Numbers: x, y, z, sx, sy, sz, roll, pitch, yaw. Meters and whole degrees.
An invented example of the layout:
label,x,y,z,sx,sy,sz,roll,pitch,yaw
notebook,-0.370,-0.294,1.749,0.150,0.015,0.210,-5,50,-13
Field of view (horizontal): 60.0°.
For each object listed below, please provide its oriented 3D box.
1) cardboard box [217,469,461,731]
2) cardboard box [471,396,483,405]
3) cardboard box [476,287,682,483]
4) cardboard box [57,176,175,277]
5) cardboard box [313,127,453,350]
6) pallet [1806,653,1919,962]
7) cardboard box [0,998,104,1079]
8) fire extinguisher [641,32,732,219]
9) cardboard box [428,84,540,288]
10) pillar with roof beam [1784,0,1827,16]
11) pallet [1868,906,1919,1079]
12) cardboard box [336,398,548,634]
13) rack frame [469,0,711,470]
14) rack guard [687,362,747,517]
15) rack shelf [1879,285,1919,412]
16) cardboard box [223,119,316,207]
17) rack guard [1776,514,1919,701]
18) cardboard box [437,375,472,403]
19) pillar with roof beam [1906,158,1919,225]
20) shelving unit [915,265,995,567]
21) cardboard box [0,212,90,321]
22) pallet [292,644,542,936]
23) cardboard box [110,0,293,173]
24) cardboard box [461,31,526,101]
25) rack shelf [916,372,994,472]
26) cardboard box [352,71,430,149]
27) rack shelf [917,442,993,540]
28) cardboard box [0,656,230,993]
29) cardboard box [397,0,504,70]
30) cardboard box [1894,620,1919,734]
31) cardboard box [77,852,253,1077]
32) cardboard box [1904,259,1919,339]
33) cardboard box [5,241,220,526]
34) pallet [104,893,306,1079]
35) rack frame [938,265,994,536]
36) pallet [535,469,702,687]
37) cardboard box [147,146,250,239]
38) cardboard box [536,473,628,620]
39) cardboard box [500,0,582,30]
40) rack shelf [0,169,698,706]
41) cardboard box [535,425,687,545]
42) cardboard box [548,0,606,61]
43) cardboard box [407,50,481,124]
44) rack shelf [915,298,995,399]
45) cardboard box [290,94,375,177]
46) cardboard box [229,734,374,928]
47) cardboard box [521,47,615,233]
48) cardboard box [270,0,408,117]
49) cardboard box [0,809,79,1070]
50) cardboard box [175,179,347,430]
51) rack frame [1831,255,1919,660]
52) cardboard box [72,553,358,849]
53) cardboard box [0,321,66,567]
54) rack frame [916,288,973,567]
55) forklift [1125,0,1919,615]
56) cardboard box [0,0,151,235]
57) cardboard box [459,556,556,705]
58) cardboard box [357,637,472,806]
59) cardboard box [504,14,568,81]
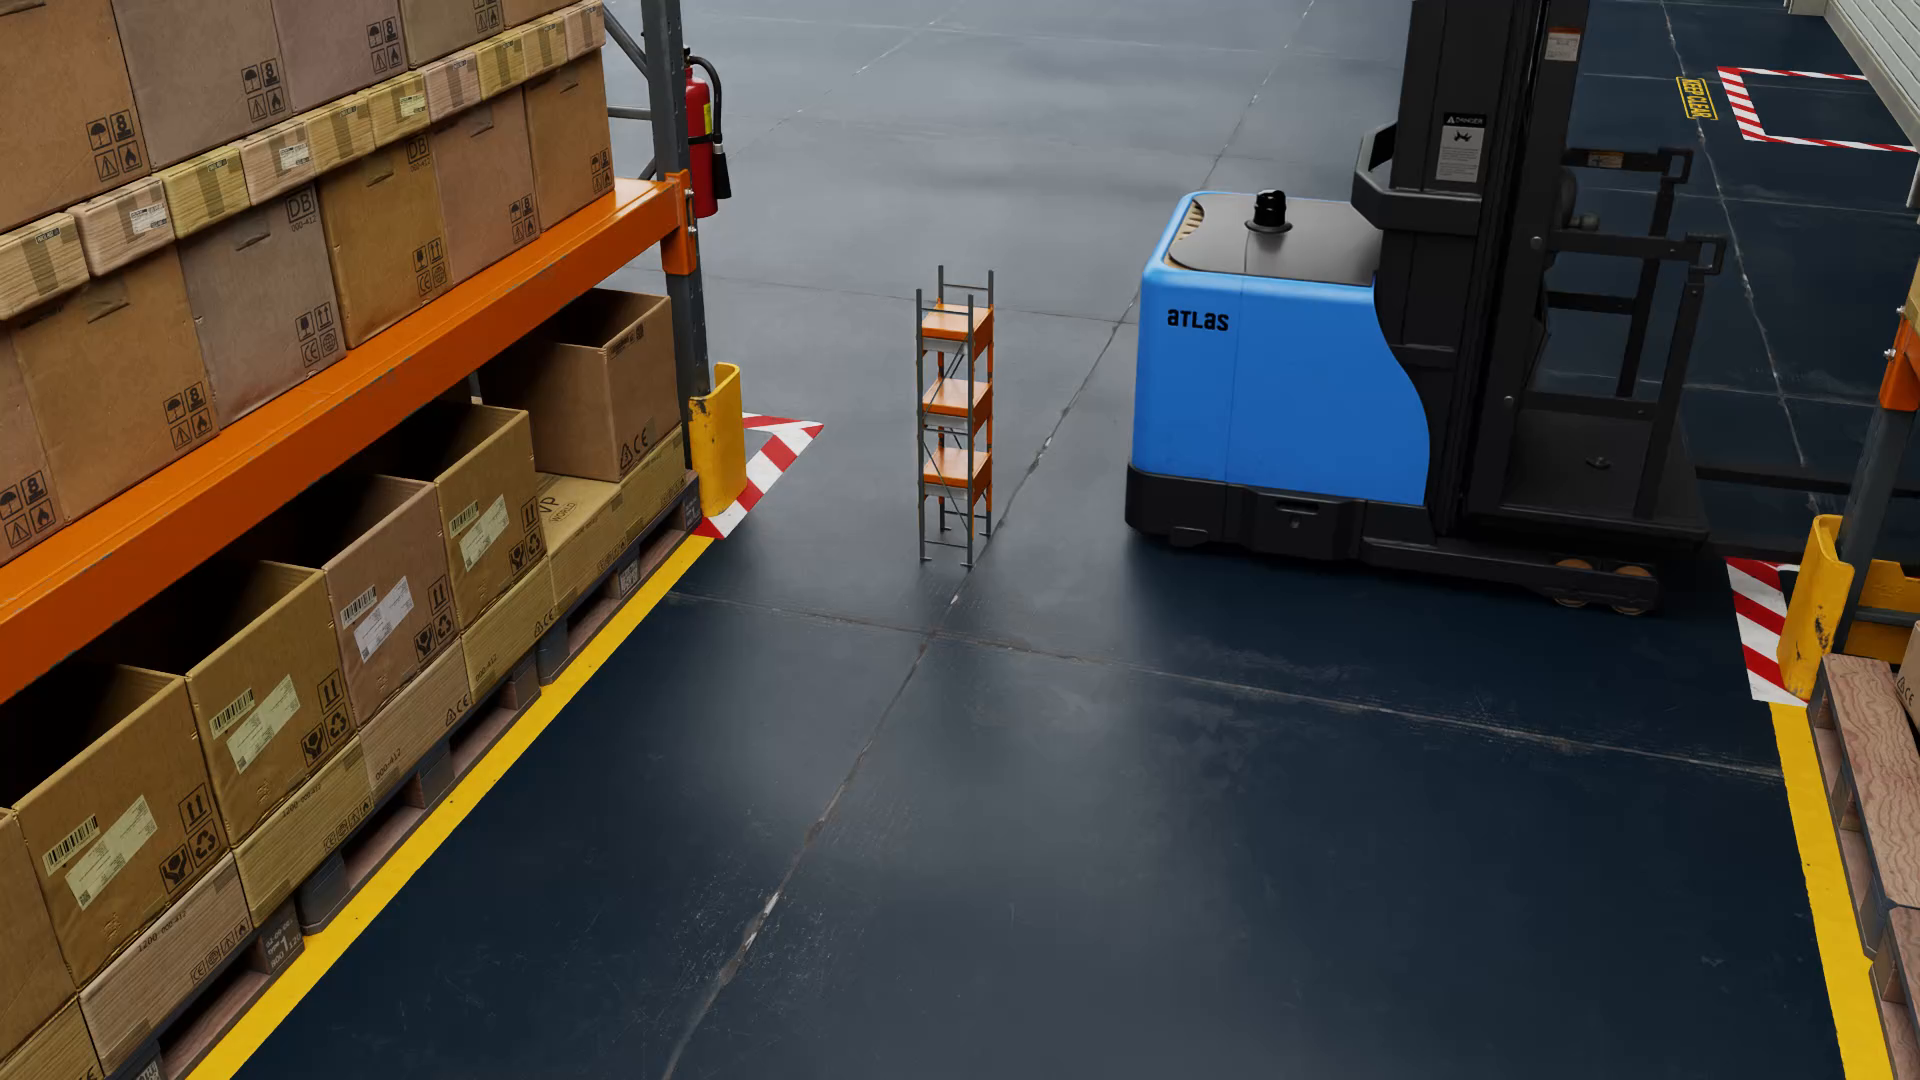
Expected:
label,x,y,z,sx,sy,sz,roll,pitch,yaw
cardboard box,-1.750,0.139,4.539,0.500,0.500,0.500,8,30,15
cardboard box,-1.820,-0.306,6.111,0.500,0.250,0.500,8,30,15
cardboard box,-1.323,-0.560,5.796,0.500,0.500,0.500,8,30,15
cardboard box,-1.985,-0.707,3.665,0.380,0.149,0.250,8,30,13
cardboard box,-1.900,-0.896,4.672,0.700,0.500,0.500,9,30,15
pallet,2.992,0.790,4.613,1.003,0.211,1.213,8,30,15
cardboard box,-2.198,1.163,3.470,0.500,0.250,0.500,8,30,15
fire extinguisher,-0.971,-1.497,5.934,0.296,0.674,0.183,8,30,15
cardboard box,-1.748,-1.126,5.085,0.700,0.500,0.500,9,30,16
pillar with roof beam,3.315,-9.200,13.532,9.100,9.000,0.400,8,30,15
pallet,2.632,1.355,3.597,1.003,0.211,1.213,8,30,15
cardboard box,-1.602,-0.093,4.956,0.500,0.500,0.500,8,30,15
rack frame,-1.450,-1.542,5.936,1.000,3.000,0.127,8,30,15
rack guard,-1.443,-0.461,6.564,1.175,0.500,0.348,8,30,15
rack shelf,2.700,0.407,3.172,1.077,0.370,4.000,8,30,15
cardboard box,-1.833,-0.943,4.089,0.380,0.149,0.250,8,30,14
rack guard,3.265,0.291,5.213,1.175,0.500,0.348,8,30,15
cardboard box,-1.965,-0.401,5.511,0.500,0.500,0.500,8,30,15
pillar with roof beam,1.554,-6.412,8.520,9.100,9.000,0.400,8,30,15
shelving unit,-0.016,-0.434,5.950,0.215,1.050,0.252,8,30,15
cardboard box,-2.061,-0.582,3.441,0.380,0.149,0.250,7,30,13
pallet,-1.994,0.603,4.948,1.003,0.211,1.213,8,30,15
cardboard box,-2.058,-1.200,3.885,0.700,0.500,0.500,9,30,15
cardboard box,-1.530,-1.423,4.953,0.380,0.149,0.250,8,30,14
rack shelf,-0.016,-0.425,5.955,0.215,0.259,0.240,8,30,15
cardboard box,-1.683,-1.185,4.524,0.380,0.149,0.250,9,30,16
rack shelf,-0.016,-0.182,6.090,0.215,0.259,0.240,8,30,15
cardboard box,-2.049,0.603,3.705,0.500,0.500,0.500,8,30,15
cardboard box,-1.764,-1.667,4.725,0.700,0.500,0.500,8,30,14
cardboard box,2.998,0.455,4.660,0.500,0.311,0.500,5,30,9
cardboard box,-2.046,0.931,3.887,0.500,0.250,0.500,8,30,15
cardboard box,2.840,-0.598,4.374,0.500,0.250,0.500,8,30,13
cardboard box,-2.200,-0.412,3.803,0.700,0.500,0.500,9,30,16
pallet,-2.350,1.172,3.926,1.003,0.211,1.213,8,30,15
rack frame,0.020,-0.491,6.052,0.200,1.050,0.008,8,30,15
pallet,-1.634,0.038,5.964,1.003,0.211,1.213,8,30,15
cardboard box,-1.908,-0.828,3.882,0.380,0.149,0.250,8,30,14
cardboard box,-1.460,0.002,5.558,0.500,0.250,0.500,8,30,15
cardboard box,-1.614,-1.913,5.165,0.700,0.500,0.500,9,30,15
rack shelf,-2.037,-0.298,4.440,1.077,0.370,4.000,8,30,15
cardboard box,-1.325,-0.232,5.978,0.500,0.250,0.500,8,30,15
cardboard box,-1.380,-1.664,5.386,0.380,0.149,0.250,8,30,14
cardboard box,-1.606,-1.307,4.744,0.380,0.149,0.250,9,30,16
rack shelf,-0.016,-0.673,5.817,0.215,0.259,0.240,8,30,15
cardboard box,-1.758,-1.062,4.304,0.380,0.149,0.250,9,30,16
cardboard box,-1.894,0.700,4.303,0.500,0.250,0.500,8,30,15
cardboard box,-1.599,-1.370,5.525,0.700,0.500,0.500,9,30,15
cardboard box,-1.911,-1.433,4.303,0.700,0.500,0.500,9,30,15
cardboard box,-2.188,0.837,3.285,0.500,0.500,0.500,8,30,15
cardboard box,-2.051,-0.650,4.231,0.700,0.500,0.500,9,30,16
rack frame,3.287,-0.837,4.668,1.000,3.000,0.127,8,30,15
cardboard box,-1.895,0.372,4.121,0.500,0.500,0.500,8,30,15
cardboard box,-2.351,-0.180,3.385,0.700,0.500,0.500,8,30,14
rack frame,-0.052,-0.377,5.848,0.200,1.050,0.008,8,30,15
forklift,2.193,-1.308,5.586,3.031,2.935,1.130,8,30,13
cardboard box,-2.205,-0.968,3.468,0.700,0.500,0.500,8,30,15
cardboard box,-1.605,0.234,5.140,0.500,0.250,0.500,8,30,15
cardboard box,-1.753,0.467,4.722,0.500,0.250,0.500,8,30,15
cardboard box,-1.455,-1.542,5.167,0.380,0.149,0.250,9,30,16
